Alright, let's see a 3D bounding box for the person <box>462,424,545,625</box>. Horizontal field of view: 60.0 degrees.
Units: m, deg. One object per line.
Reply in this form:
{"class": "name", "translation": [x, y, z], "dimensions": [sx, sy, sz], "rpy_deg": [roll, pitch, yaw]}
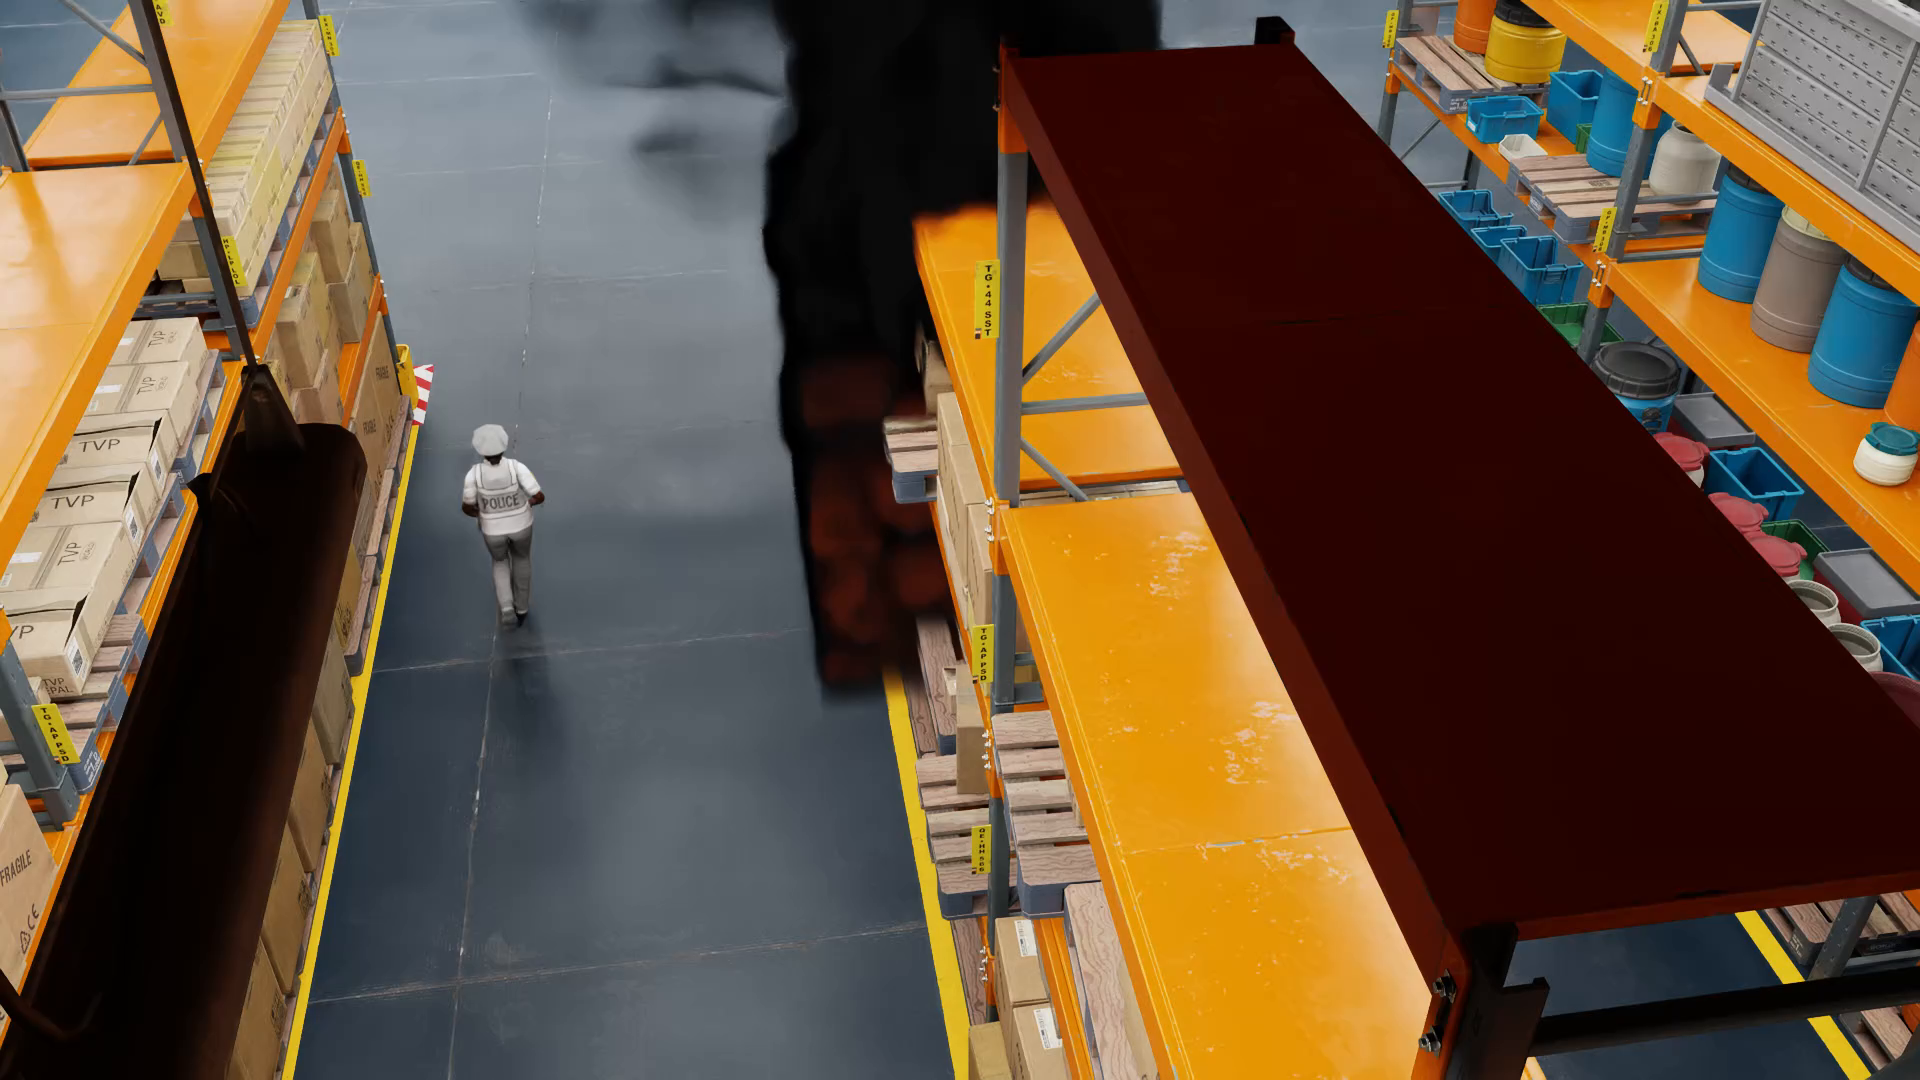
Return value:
{"class": "person", "translation": [-3.304, -0.088, 12.170], "dimensions": [0.587, 1.672, 0.601], "rpy_deg": [-9, 37, -12]}
